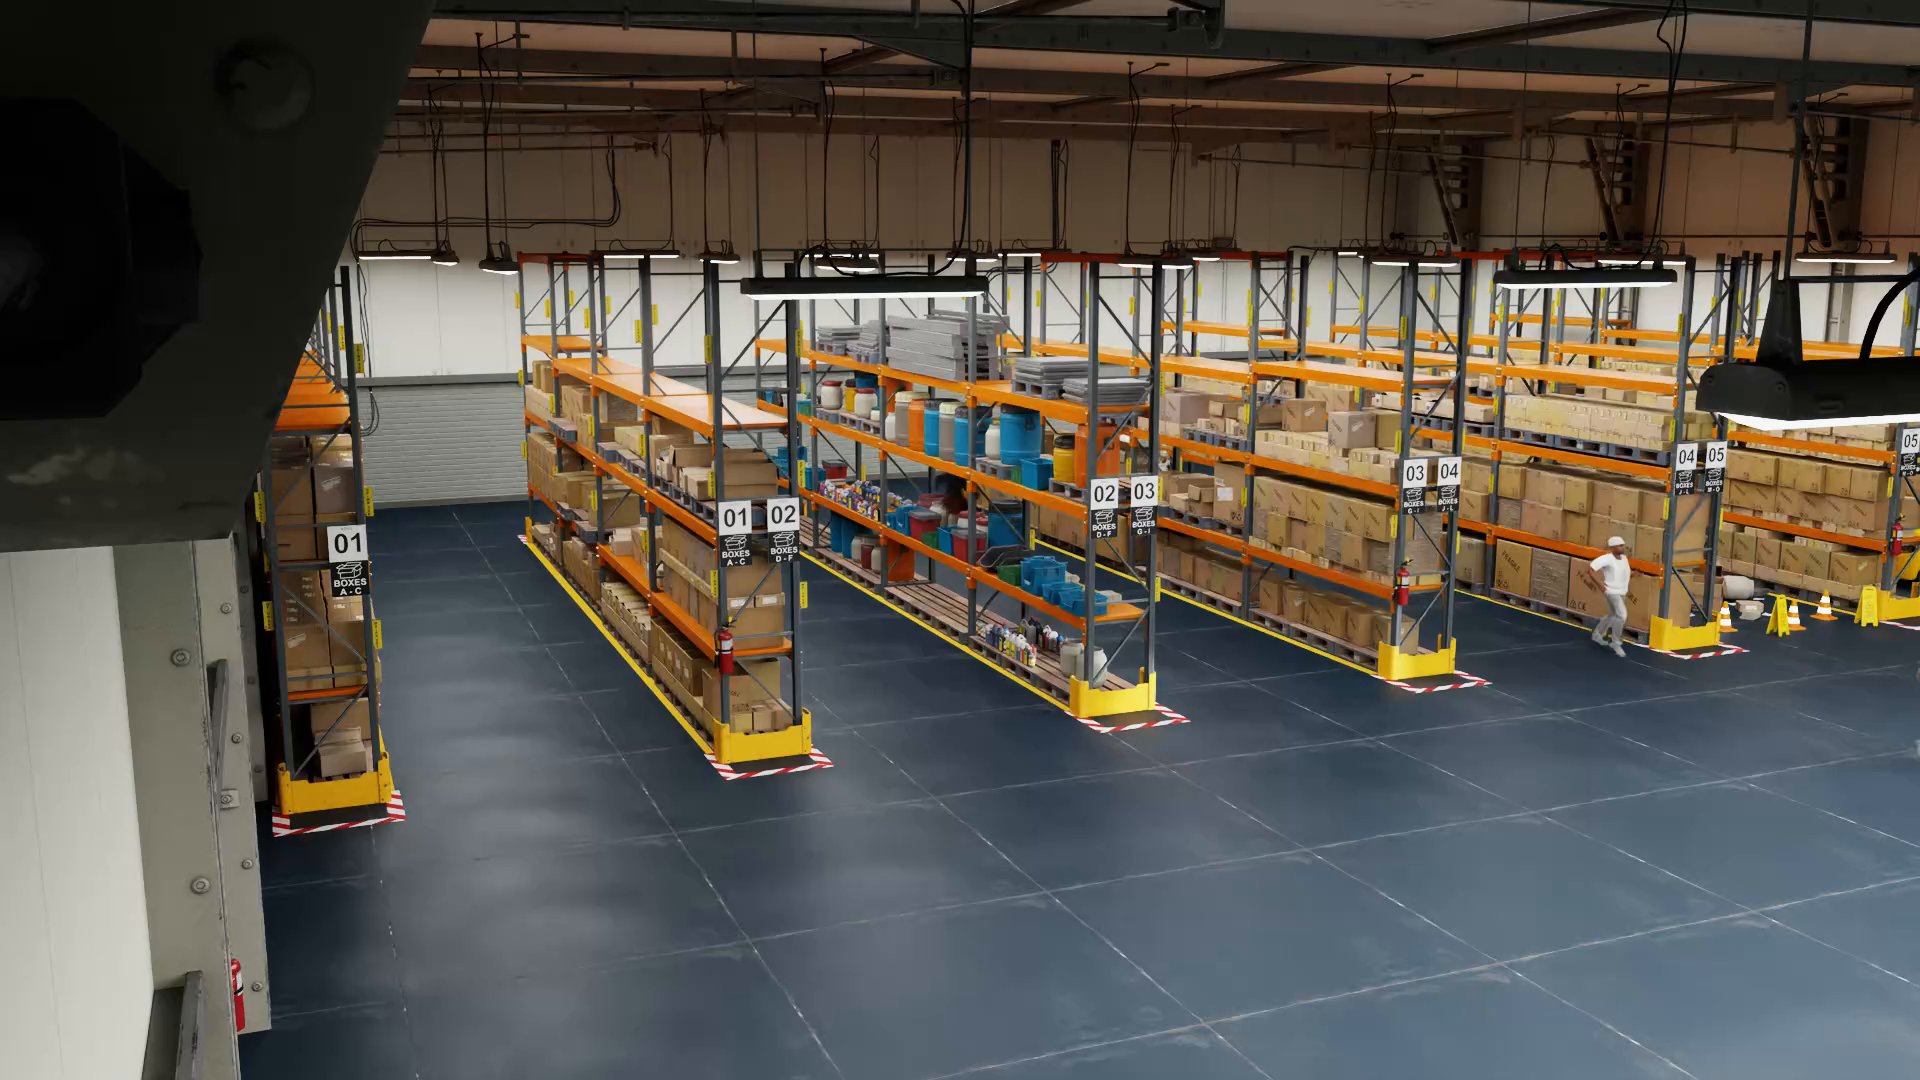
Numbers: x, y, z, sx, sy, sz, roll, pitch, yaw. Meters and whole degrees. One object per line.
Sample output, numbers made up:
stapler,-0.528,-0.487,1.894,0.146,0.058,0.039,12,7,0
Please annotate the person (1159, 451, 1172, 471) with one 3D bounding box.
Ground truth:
person,4.482,-1.243,37.539,0.597,1.605,0.733,-5,12,-27

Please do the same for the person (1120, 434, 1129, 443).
person,3.833,-1.958,40.787,0.983,1.775,0.720,-9,14,-42

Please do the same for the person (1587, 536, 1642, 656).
person,10.044,0.846,25.510,0.673,1.827,0.729,-8,13,-38
